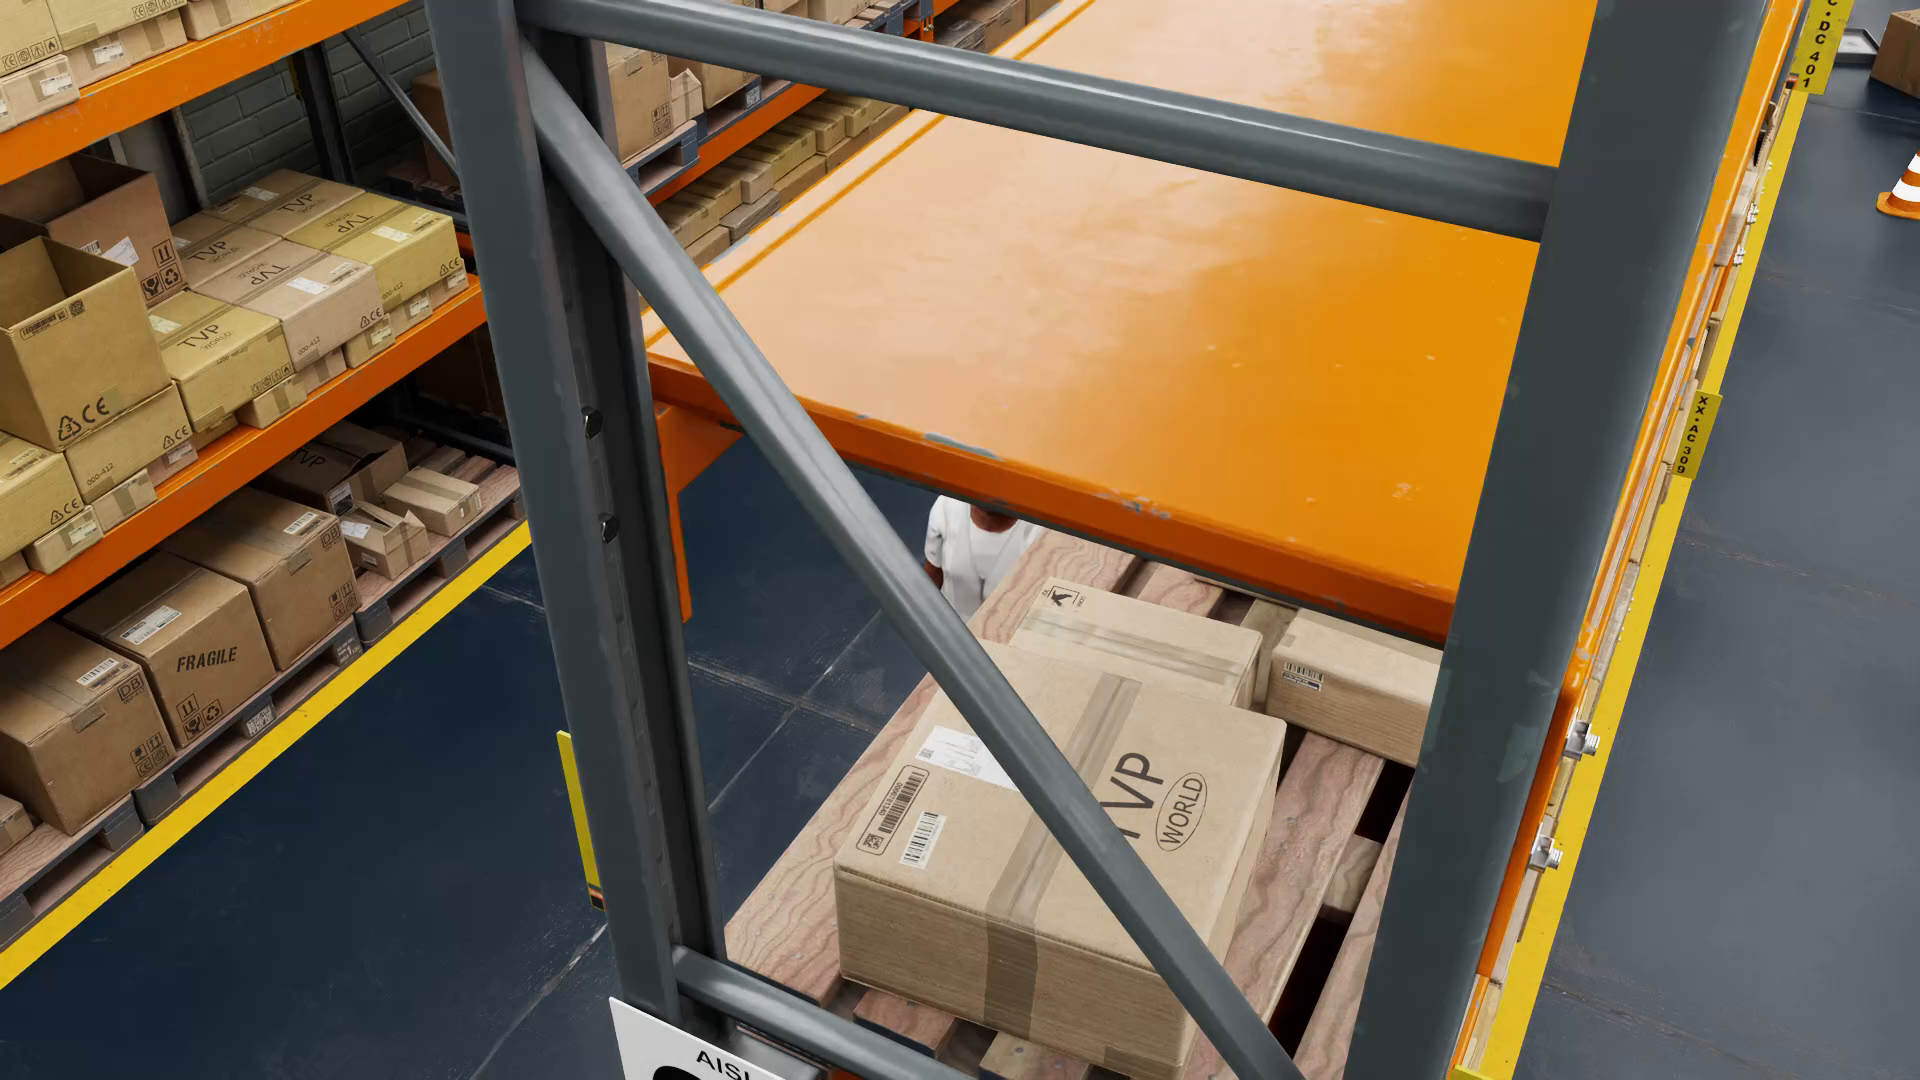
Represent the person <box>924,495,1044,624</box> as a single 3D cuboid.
[{"bbox_3d":[0.125,0.360,6.261,0.597,1.794,0.454,12,39,15],"label":"person"}]
